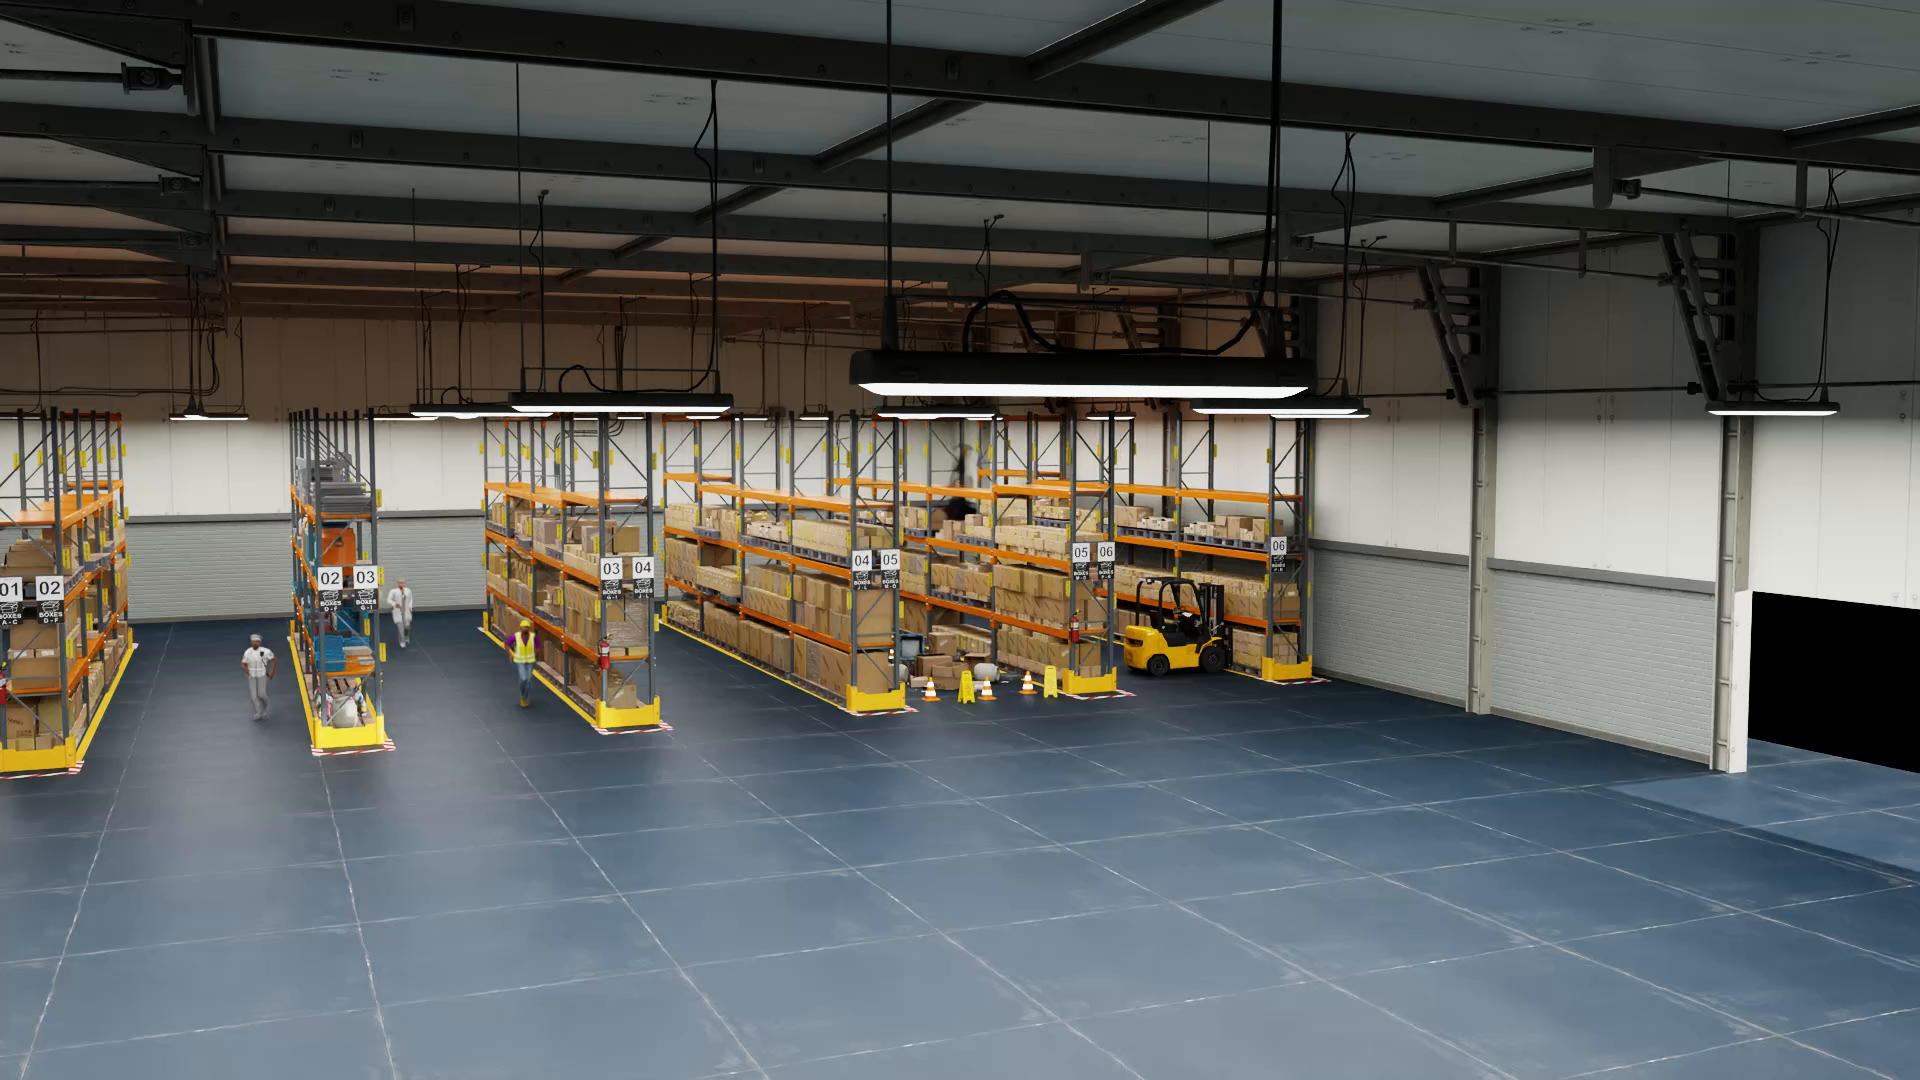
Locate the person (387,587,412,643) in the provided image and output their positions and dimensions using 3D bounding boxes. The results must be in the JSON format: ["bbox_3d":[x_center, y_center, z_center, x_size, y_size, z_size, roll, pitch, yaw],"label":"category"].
[{"bbox_3d":[-14.322,1.935,42.636,0.691,1.478,0.507,-3,5,-36],"label":"person"}]

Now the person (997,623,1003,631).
[{"bbox_3d":[1.175,1.655,45.627,0.671,1.735,0.884,-2,5,-30],"label":"person"}]

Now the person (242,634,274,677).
[{"bbox_3d":[-13.571,2.220,32.117,0.566,0.828,0.359,-1,4,-12],"label":"person"}]

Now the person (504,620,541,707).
[{"bbox_3d":[-8.815,2.506,33.636,0.697,1.786,0.766,-2,4,-27],"label":"person"}]
